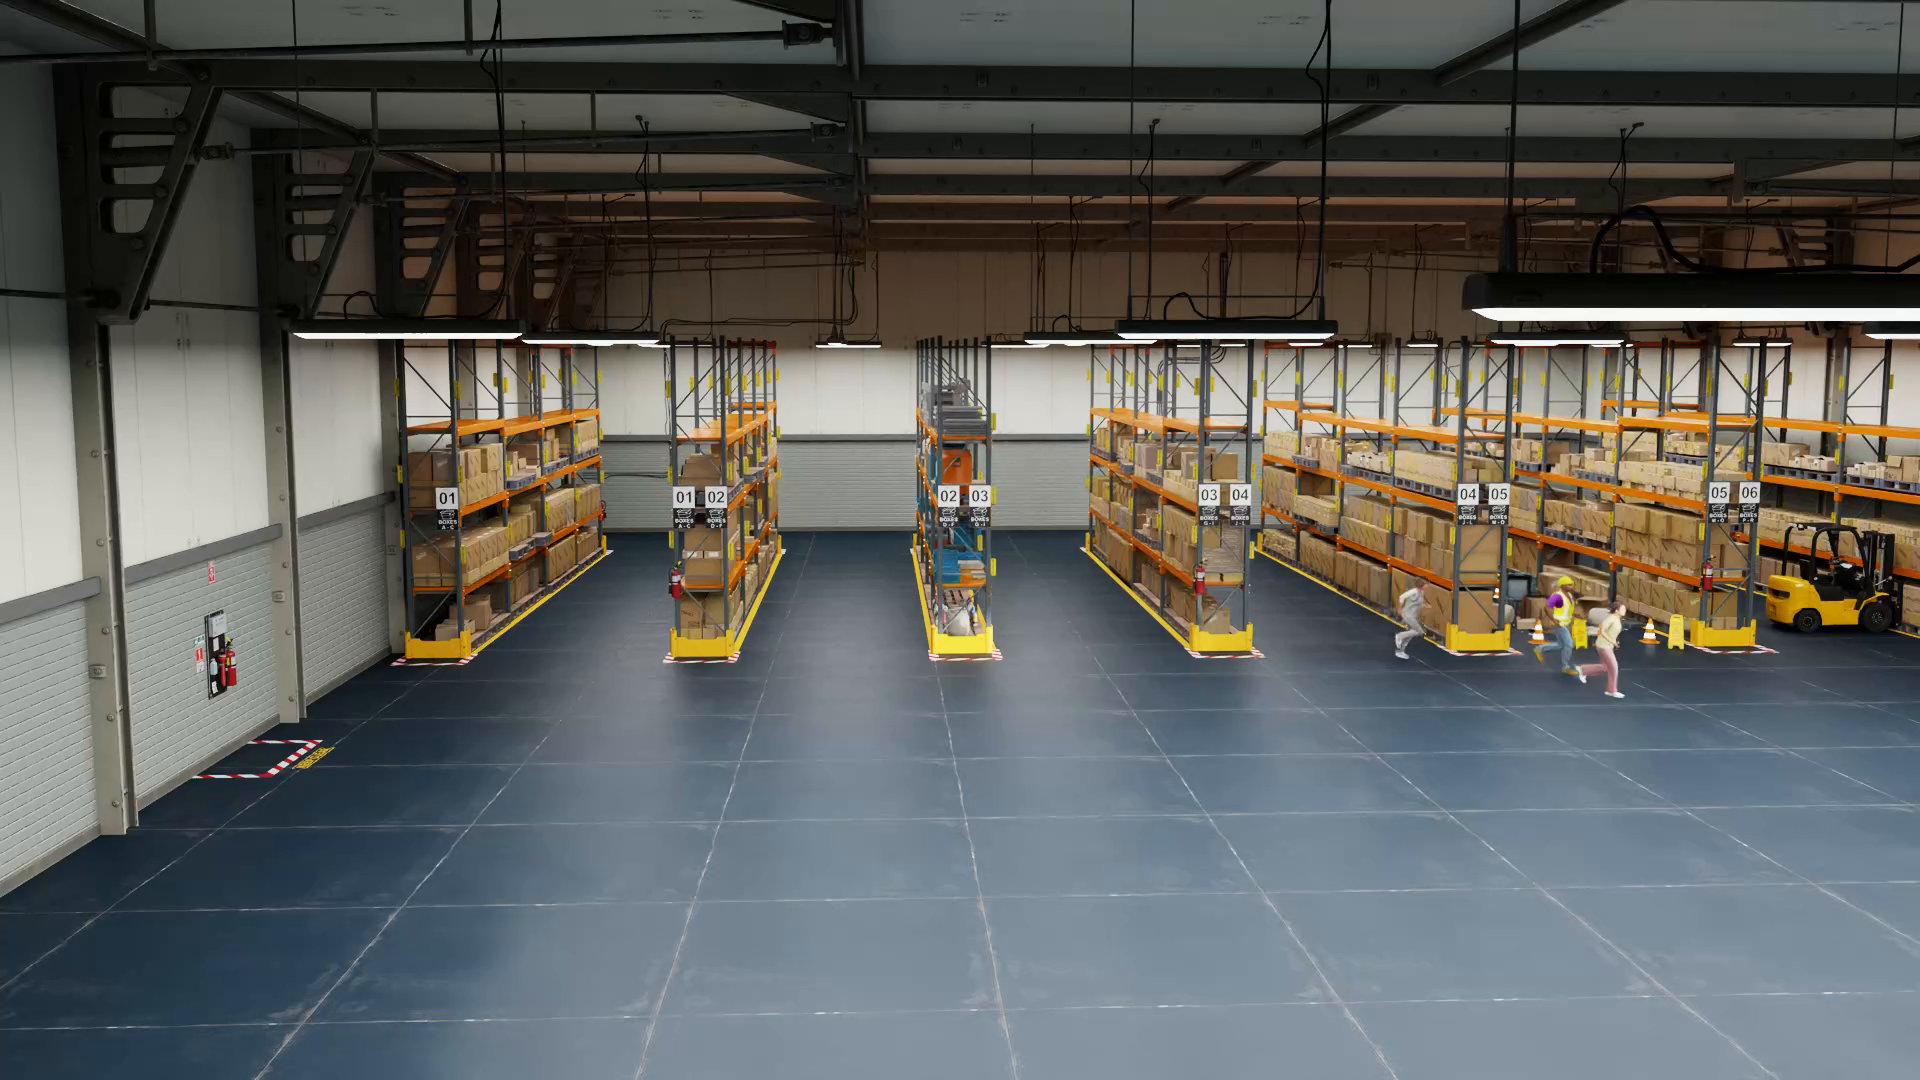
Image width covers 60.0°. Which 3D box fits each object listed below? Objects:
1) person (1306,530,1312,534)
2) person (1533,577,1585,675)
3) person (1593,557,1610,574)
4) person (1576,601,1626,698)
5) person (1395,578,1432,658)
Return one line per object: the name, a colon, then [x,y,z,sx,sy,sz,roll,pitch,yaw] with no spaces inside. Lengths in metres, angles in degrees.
person: [10.294,-0.623,48.524,0.655,1.663,0.925,-4,8,-34]
person: [10.641,1.502,29.668,0.855,1.738,0.680,5,8,40]
person: [16.046,0.164,41.440,0.659,1.769,1.062,0,6,-2]
person: [10.669,1.796,27.703,0.786,1.614,0.555,6,9,42]
person: [8.470,1.456,31.039,0.653,1.527,0.525,3,7,27]
